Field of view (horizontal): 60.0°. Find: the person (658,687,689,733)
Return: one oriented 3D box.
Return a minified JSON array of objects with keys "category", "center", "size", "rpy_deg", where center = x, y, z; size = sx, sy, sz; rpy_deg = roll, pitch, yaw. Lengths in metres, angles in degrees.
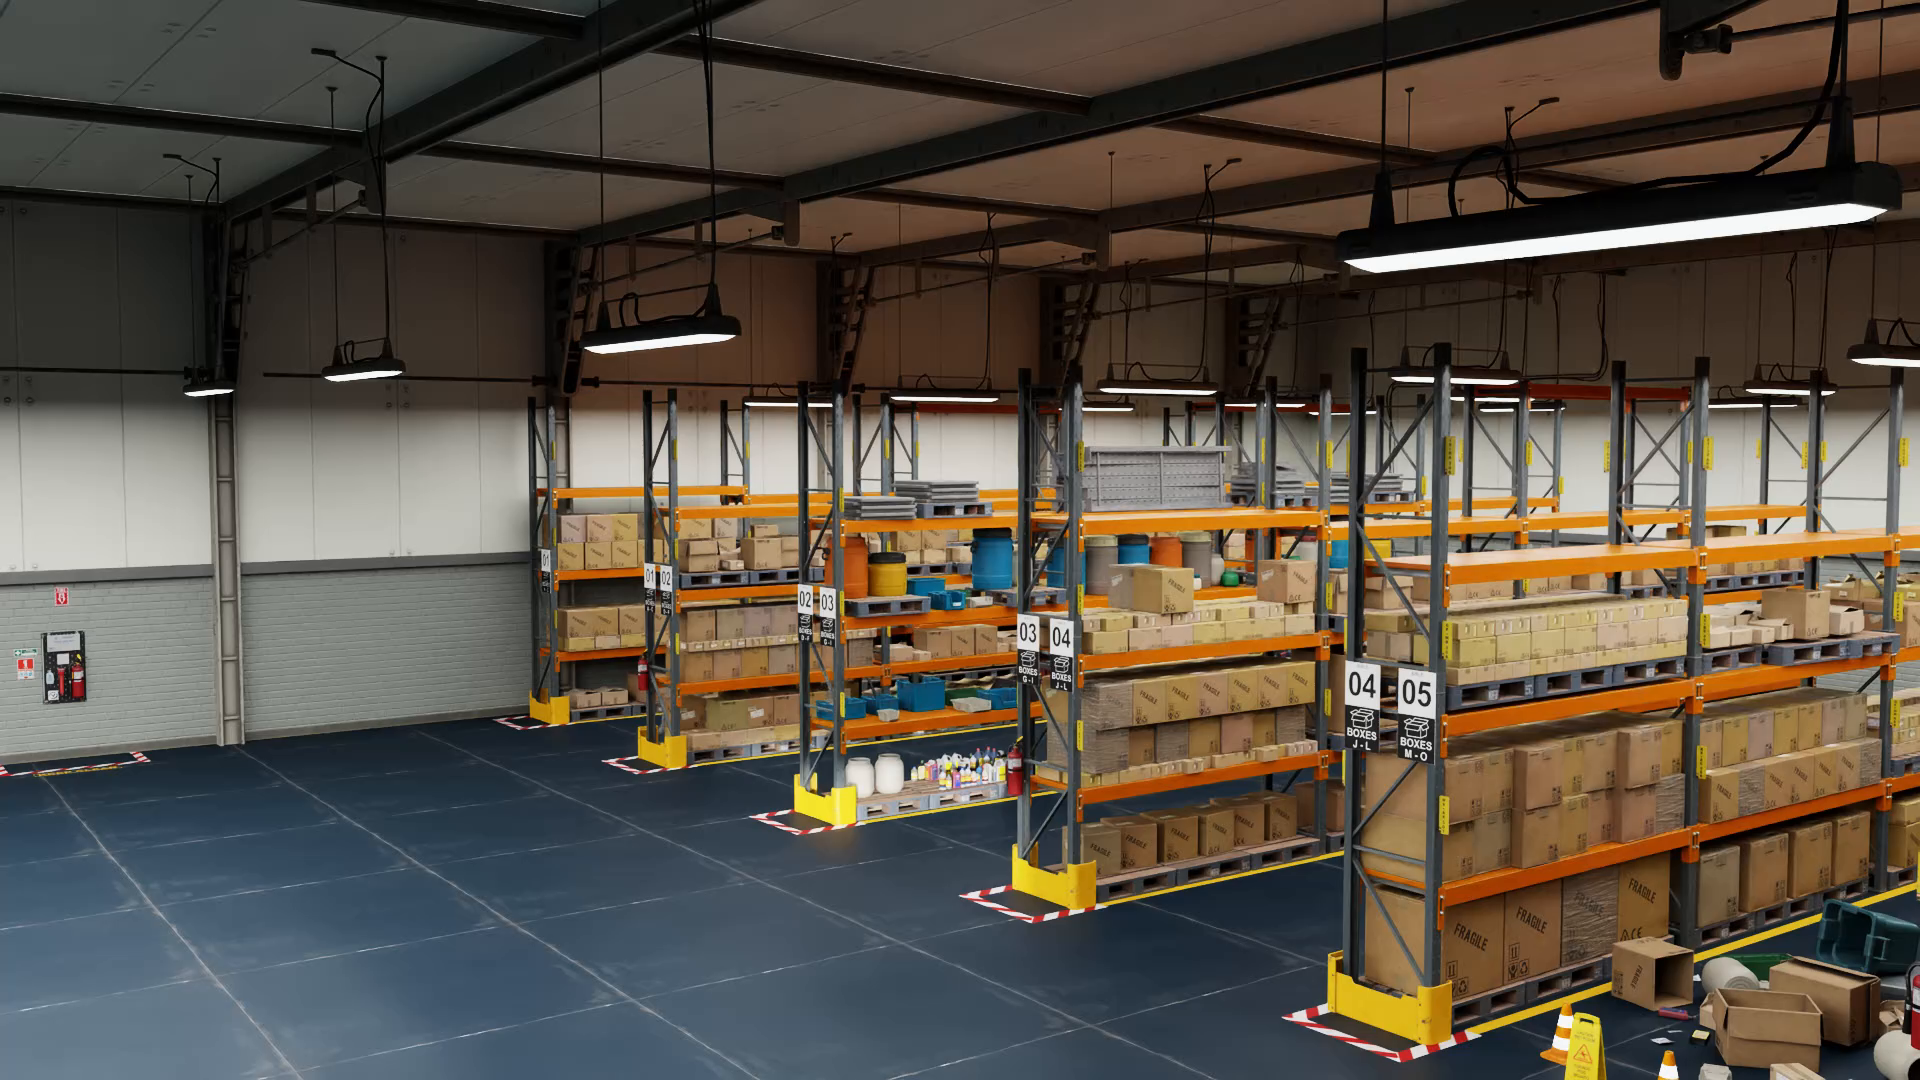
[{"category":"person","center":[-5.059,2.580,29.582],"size":[0.497,1.642,0.847],"rpy_deg":[1,3,13]}]
